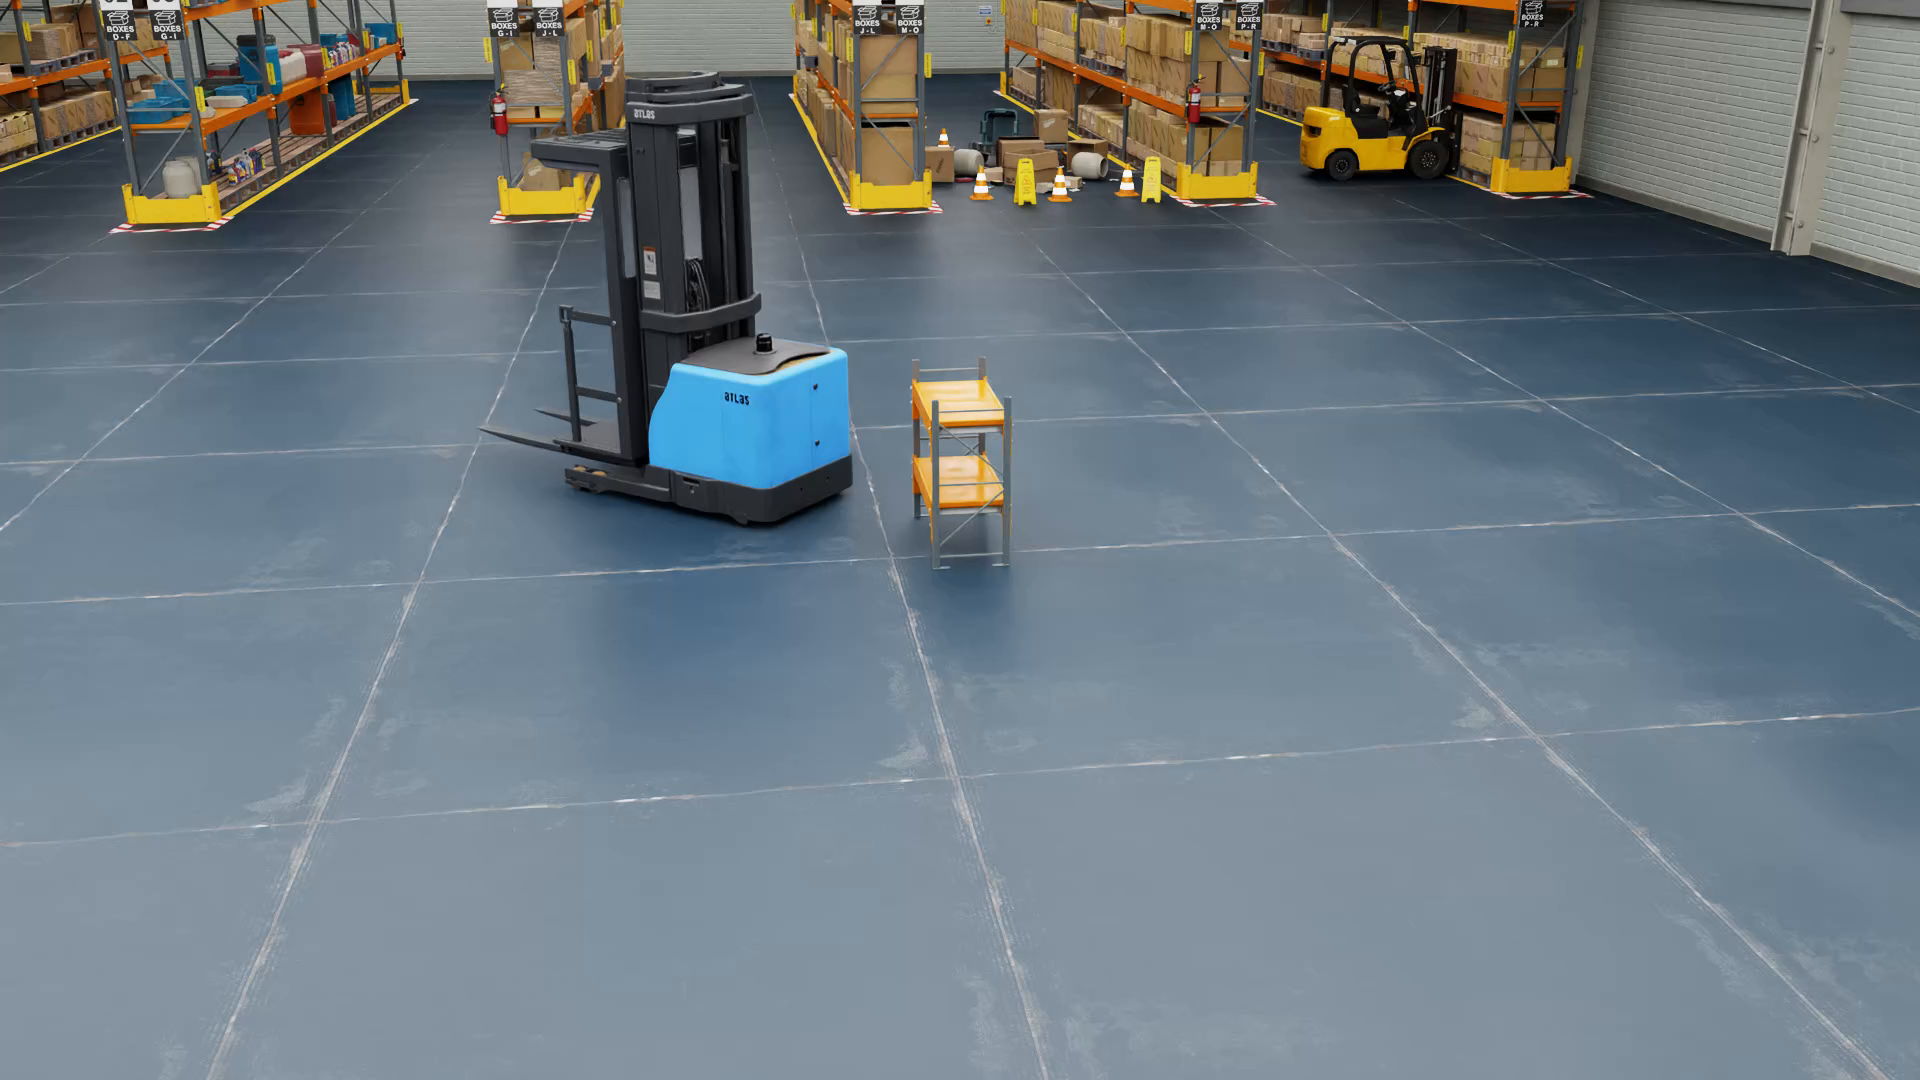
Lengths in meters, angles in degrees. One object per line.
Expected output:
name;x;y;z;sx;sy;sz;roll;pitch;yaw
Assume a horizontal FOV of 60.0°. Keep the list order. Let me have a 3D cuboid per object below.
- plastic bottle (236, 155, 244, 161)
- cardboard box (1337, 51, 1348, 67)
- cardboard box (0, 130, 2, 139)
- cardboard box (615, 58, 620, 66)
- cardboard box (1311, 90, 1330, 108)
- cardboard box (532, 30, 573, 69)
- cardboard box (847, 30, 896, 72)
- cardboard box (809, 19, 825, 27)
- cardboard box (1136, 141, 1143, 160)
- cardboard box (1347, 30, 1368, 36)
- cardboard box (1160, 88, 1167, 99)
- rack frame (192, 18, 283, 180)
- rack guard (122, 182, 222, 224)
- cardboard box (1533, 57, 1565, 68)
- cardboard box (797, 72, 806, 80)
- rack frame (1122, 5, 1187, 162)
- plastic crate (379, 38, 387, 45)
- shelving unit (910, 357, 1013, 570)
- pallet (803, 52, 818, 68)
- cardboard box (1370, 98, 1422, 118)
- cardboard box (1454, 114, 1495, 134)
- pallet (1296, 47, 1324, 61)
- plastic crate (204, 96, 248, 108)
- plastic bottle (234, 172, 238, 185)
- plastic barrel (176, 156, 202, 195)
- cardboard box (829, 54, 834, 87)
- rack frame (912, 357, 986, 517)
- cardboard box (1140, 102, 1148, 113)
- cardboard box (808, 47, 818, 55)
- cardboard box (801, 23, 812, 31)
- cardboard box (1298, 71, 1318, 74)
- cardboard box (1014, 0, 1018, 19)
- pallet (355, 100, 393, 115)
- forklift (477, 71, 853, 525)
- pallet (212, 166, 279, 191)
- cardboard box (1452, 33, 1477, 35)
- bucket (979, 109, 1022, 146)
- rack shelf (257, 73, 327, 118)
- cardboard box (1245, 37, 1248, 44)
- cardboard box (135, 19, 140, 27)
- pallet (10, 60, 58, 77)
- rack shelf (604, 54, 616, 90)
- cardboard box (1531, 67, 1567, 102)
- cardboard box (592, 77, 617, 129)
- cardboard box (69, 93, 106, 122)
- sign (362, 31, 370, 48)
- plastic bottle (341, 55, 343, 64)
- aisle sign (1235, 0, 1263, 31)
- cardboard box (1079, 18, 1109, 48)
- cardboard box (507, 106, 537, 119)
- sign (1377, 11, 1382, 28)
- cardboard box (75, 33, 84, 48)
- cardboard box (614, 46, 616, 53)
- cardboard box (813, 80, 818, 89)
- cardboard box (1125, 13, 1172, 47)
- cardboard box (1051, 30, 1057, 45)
plastic bottle;-11.147;-5.838;25.823;0.152;0.276;0.135;-3;21;-8
cardboard box;7.523;-9.174;31.706;0.500;0.250;0.500;-3;21;-9
cardboard box;-16.348;-6.809;27.688;0.500;0.311;0.500;-2;21;-6
cardboard box;-7.807;-9.964;36.042;0.875;0.875;0.875;-3;21;-8
cardboard box;7.359;-8.746;33.318;0.500;0.500;0.500;-2;21;-6
cardboard box;-5.741;-6.922;23.465;0.500;0.500;0.500;-3;21;-8
cardboard box;-1.195;-7.171;24.371;0.875;0.550;0.550;-3;21;-8
cardboard box;-3.088;-10.773;35.204;0.500;0.500;0.500;-3;21;-8
cardboard box;3.204;-6.455;27.540;0.500;0.250;0.500;-2;21;-5
cardboard box;7.540;-9.540;31.402;0.380;0.149;0.250;-3;21;-7
cardboard box;3.356;-7.003;26.039;0.380;0.149;0.250;-3;21;-8
rack frame;-11.409;-7.198;26.202;1.000;3.000;0.127;-3;21;-8
rack guard;-10.890;-4.666;22.996;1.175;0.500;0.348;-3;21;-8
cardboard box;8.994;-7.296;25.394;0.380;0.149;0.250;-3;21;-9
cardboard box;-3.508;-10.577;37.871;0.380;0.149;0.250;-3;21;-8
rack frame;3.298;-7.948;28.209;1.000;3.000;0.127;-3;21;-8
plastic crate;-12.843;-10.985;36.631;0.396;0.136;0.243;-3;21;-8
shelving unit;-0.001;-0.529;11.026;0.538;1.125;1.048;-3;21;-8
pallet;-2.370;-9.200;31.835;1.213;0.211;1.003;-3;21;-8
cardboard box;8.019;-7.733;30.428;0.875;0.625;0.625;-3;21;-8
cardboard box;8.249;-6.686;26.732;0.500;0.250;0.500;-3;21;-7
pallet;7.466;-9.726;33.244;1.213;0.211;1.003;-3;21;-8
plastic crate;-10.925;-6.526;24.777;0.530;0.136;0.437;-3;21;-8
plastic bottle;-10.801;-5.388;24.726;0.097;0.201;0.097;0;20;0
plastic barrel;-11.076;-5.242;23.921;0.421;0.512;0.421;0;20;0
cardboard box;-1.925;-7.877;27.877;0.500;0.500;0.500;-3;21;-8
rack frame;-0.074;-0.705;11.497;0.500;1.125;0.032;-3;21;-8
cardboard box;3.151;-7.070;27.189;0.380;0.149;0.250;-2;21;-6
cardboard box;-2.688;-9.275;31.521;0.380;0.149;0.250;-3;21;-7
cardboard box;-2.985;-10.271;33.338;0.380;0.149;0.250;-3;21;-8
cardboard box;7.481;-10.012;35.780;0.380;0.149;0.250;-3;21;-7
cardboard box;1.519;-12.081;37.704;0.500;0.500;0.500;-3;21;-8
pallet;-12.886;-9.338;35.916;1.003;0.211;1.213;-3;21;-8
forklift;-2.298;-1.850;11.981;3.031;2.935;1.130;13;24;30
pallet;-11.354;-5.658;26.062;1.003;0.211;1.213;-3;21;-8
cardboard box;8.550;-8.506;28.207;0.380;0.149;0.250;-3;21;-9
bucket;0.716;-6.911;27.939;0.726;0.611;0.620;4;11;11
rack shelf;-11.698;-7.554;28.182;1.077;0.370;4.000;-3;21;-8
cardboard box;6.629;-11.220;37.328;0.380;0.149;0.250;-2;21;-6
cardboard box;-17.478;-10.948;34.669;0.500;0.500;0.500;-2;21;-6
pallet;-17.055;-8.476;29.897;1.213;0.211;1.003;-3;21;-8
rack shelf;-7.373;-9.189;32.559;1.077;0.370;4.000;-3;21;-8
cardboard box;8.990;-7.047;25.654;0.500;0.500;0.500;-2;21;-6
cardboard box;-7.164;-8.275;31.520;1.225;0.875;0.875;-4;21;-10
cardboard box;-17.047;-8.427;32.435;0.500;0.500;0.500;-3;21;-8
sign;-12.018;-10.125;33.643;0.100;0.325;0.005;-3;21;-8
plastic bottle;-11.964;-9.288;32.082;0.097;0.201;0.097;0;20;0
aisle sign;4.191;-7.775;24.031;0.394;0.787;0.004;-3;21;-8
cardboard box;2.557;-9.548;31.326;0.500;0.500;0.500;-4;21;-9
cardboard box;-6.177;-6.034;23.443;0.380;0.149;0.250;-3;21;-8
sign;8.182;-10.156;32.467;0.100;0.325;0.005;-3;21;-8
cardboard box;-17.791;-9.927;33.364;0.500;0.500;0.500;-3;21;-7
cardboard box;-7.375;-10.220;34.650;0.380;0.149;0.250;-3;21;-8
cardboard box;-2.604;-8.823;32.453;0.500;0.250;0.500;-3;21;-7
cardboard box;3.147;-8.439;27.528;0.700;0.500;0.500;-3;21;-8
cardboard box;2.154;-10.185;33.699;0.500;0.250;0.500;-4;21;-9
